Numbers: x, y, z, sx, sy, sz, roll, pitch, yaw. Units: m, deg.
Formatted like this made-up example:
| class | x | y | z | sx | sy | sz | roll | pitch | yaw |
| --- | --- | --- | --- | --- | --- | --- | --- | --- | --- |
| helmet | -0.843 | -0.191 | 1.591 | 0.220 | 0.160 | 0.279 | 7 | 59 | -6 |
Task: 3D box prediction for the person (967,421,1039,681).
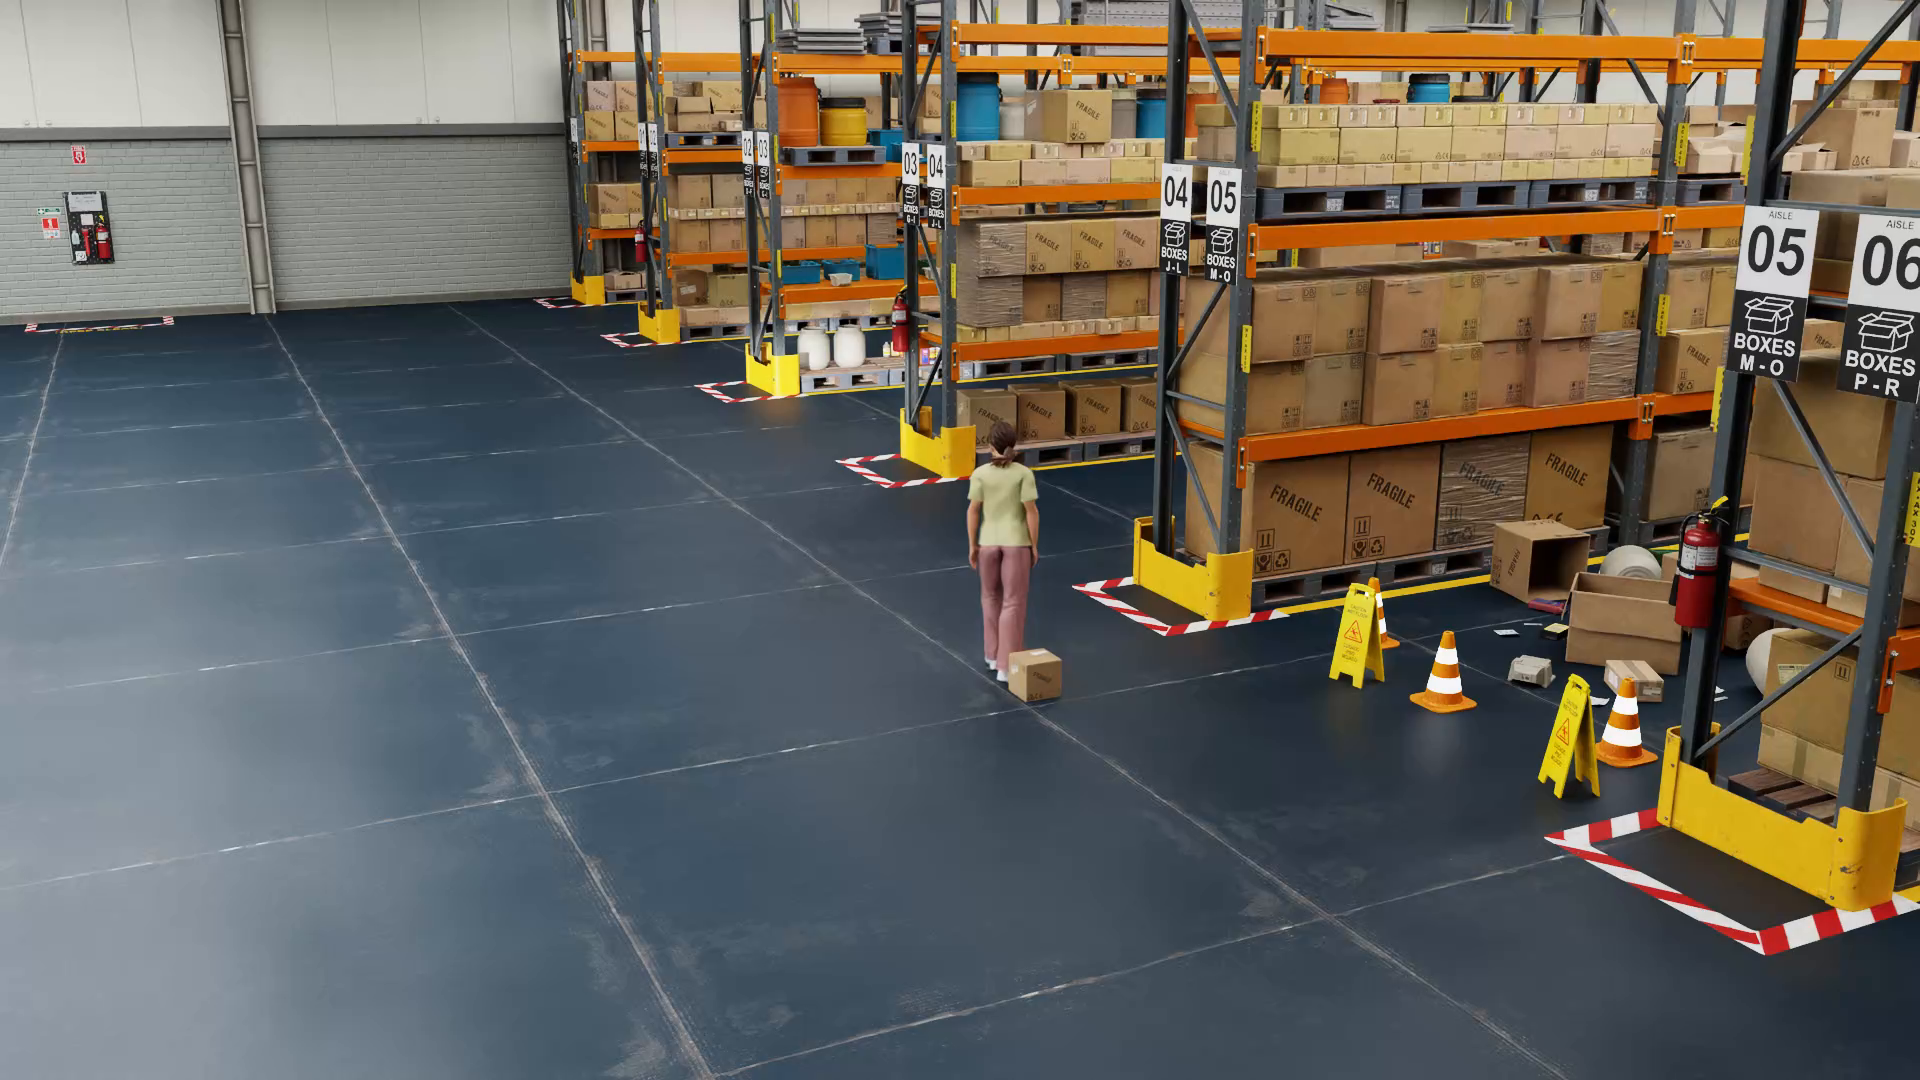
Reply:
| class | x | y | z | sx | sy | sz | roll | pitch | yaw |
| --- | --- | --- | --- | --- | --- | --- | --- | --- | --- |
| person | 0.291 | 0.066 | 10.786 | 0.481 | 1.668 | 0.565 | 4 | 16 | 14 |
